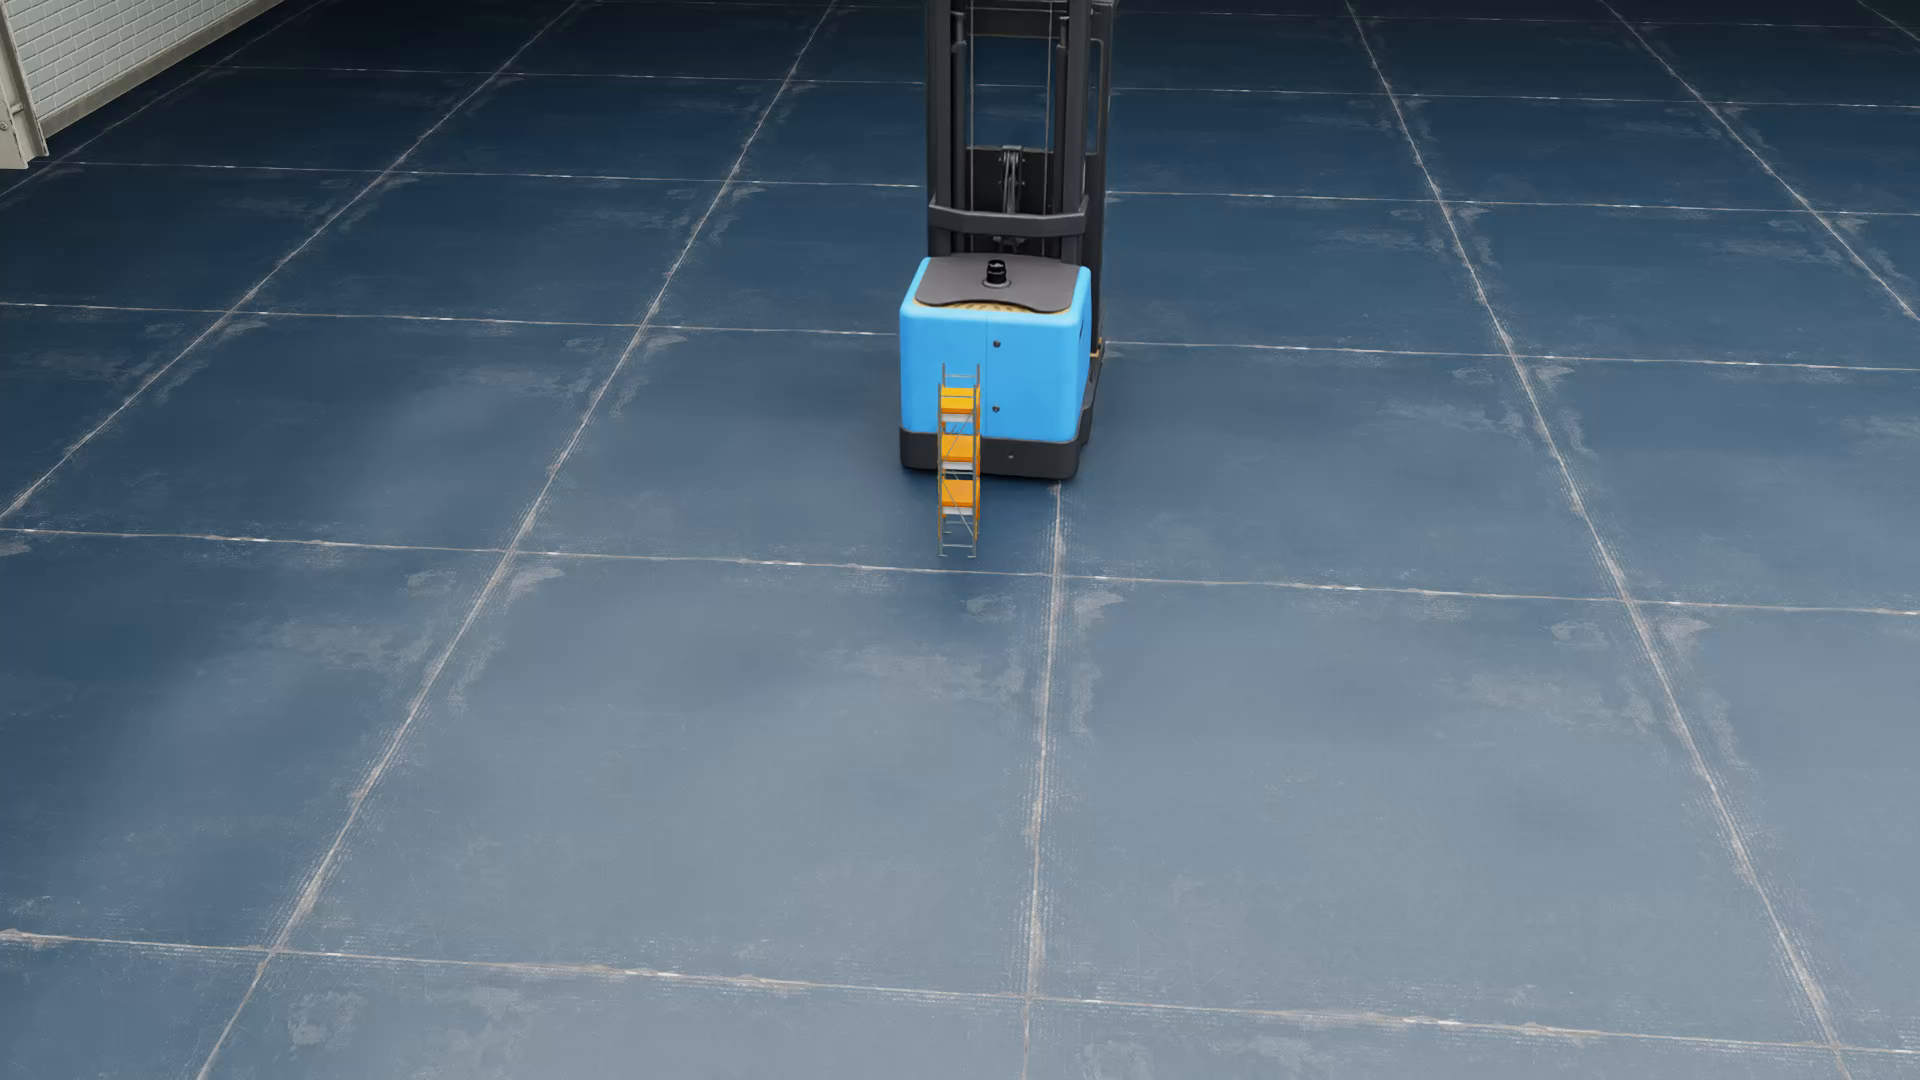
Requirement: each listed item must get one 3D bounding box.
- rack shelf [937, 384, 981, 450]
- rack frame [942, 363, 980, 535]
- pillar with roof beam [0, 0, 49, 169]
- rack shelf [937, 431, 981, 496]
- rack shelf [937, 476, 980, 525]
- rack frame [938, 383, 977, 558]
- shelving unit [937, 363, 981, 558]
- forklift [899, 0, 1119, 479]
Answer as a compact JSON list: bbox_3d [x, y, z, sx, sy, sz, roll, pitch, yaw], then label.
[{"bbox_3d":[-0.004,-0.652,8.786,0.215,0.259,0.240,2,32,4],"label":"rack shelf"},{"bbox_3d":[0.006,-0.483,9.033,0.200,1.050,0.008,2,32,4],"label":"rack frame"},{"bbox_3d":[-3.998,-6.991,12.017,9.100,9.000,0.400,2,32,4],"label":"pillar with roof beam"},{"bbox_3d":[-0.004,-0.410,8.935,0.215,0.259,0.240,2,32,4],"label":"rack shelf"},{"bbox_3d":[-0.004,-0.173,9.081,0.215,0.259,0.240,2,32,4],"label":"rack shelf"},{"bbox_3d":[-0.014,-0.355,8.826,0.200,1.050,0.008,2,32,4],"label":"rack frame"},{"bbox_3d":[-0.004,-0.419,8.929,0.215,1.050,0.252,2,32,4],"label":"shelving unit"},{"bbox_3d":[0.378,-2.361,10.288,1.130,2.935,3.031,5,32,7],"label":"forklift"}]
